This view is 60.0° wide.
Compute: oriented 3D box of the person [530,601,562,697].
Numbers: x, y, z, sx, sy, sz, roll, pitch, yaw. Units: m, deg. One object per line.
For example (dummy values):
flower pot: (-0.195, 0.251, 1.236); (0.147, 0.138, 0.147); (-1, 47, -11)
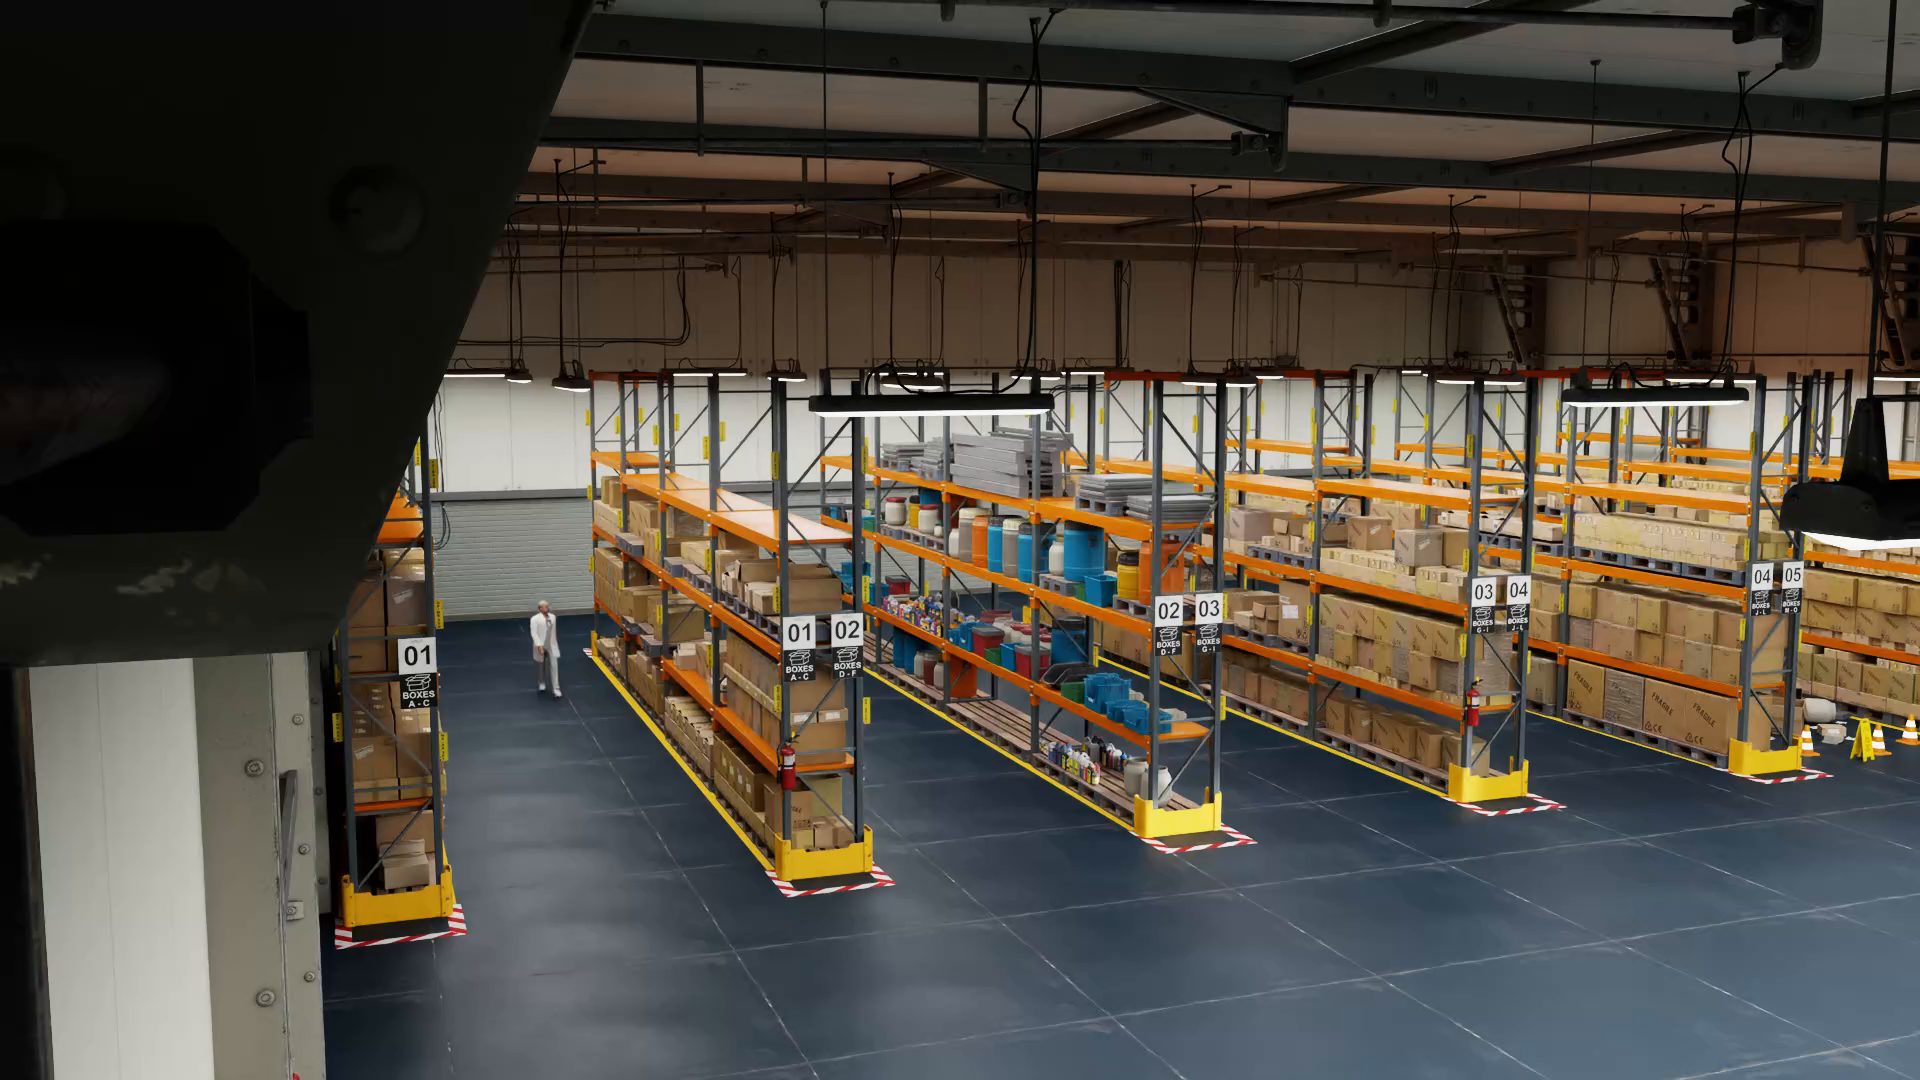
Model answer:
person: (-7.718, 1.995, 30.967); (0.536, 1.727, 1.048); (-3, 7, -22)

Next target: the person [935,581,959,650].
person: (-0.234, 1.651, 34.485); (0.616, 1.681, 0.977); (-5, 8, -36)
